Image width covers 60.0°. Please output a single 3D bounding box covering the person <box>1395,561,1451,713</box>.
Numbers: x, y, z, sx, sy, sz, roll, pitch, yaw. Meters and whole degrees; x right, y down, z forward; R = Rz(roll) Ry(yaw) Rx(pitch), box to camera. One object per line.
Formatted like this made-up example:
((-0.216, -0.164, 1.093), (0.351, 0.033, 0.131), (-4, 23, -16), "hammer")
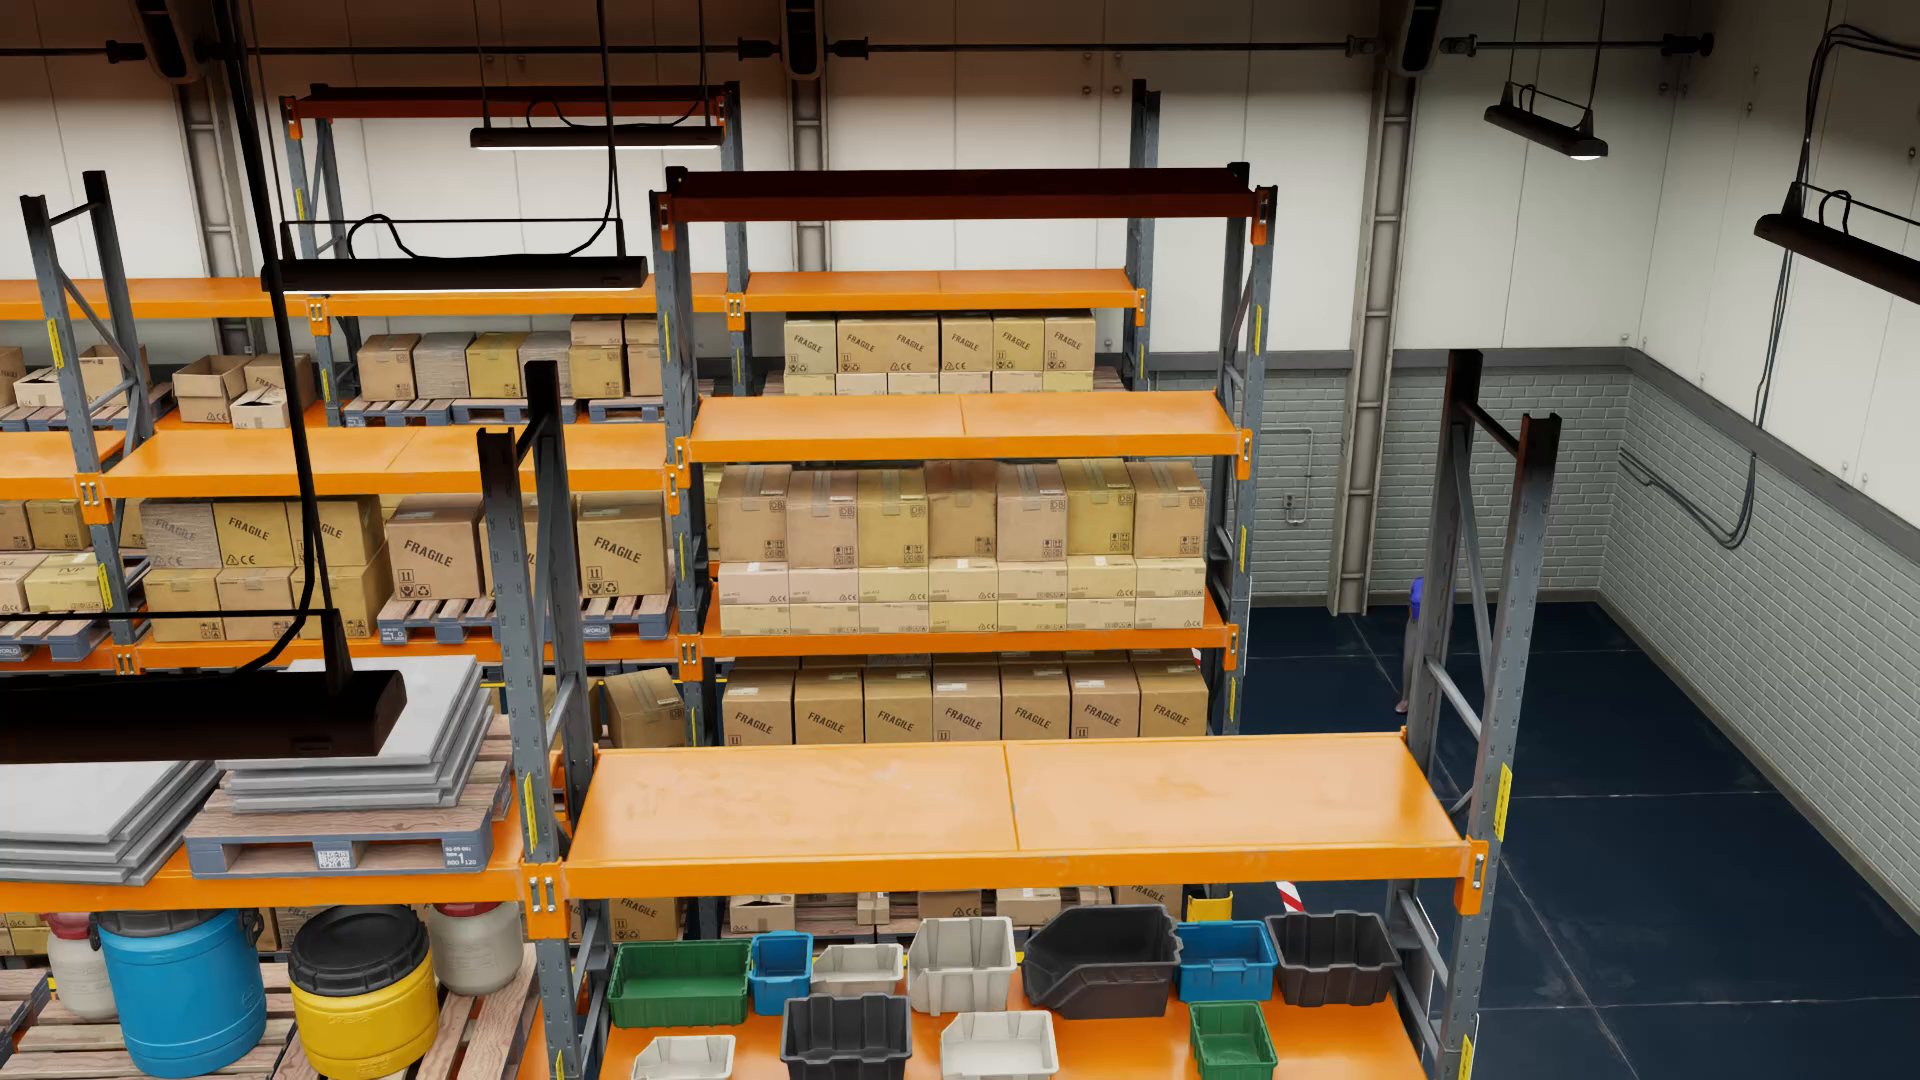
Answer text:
((4.743, 0.893, 16.766), (0.446, 1.614, 0.861), (14, 26, 30), "person")
